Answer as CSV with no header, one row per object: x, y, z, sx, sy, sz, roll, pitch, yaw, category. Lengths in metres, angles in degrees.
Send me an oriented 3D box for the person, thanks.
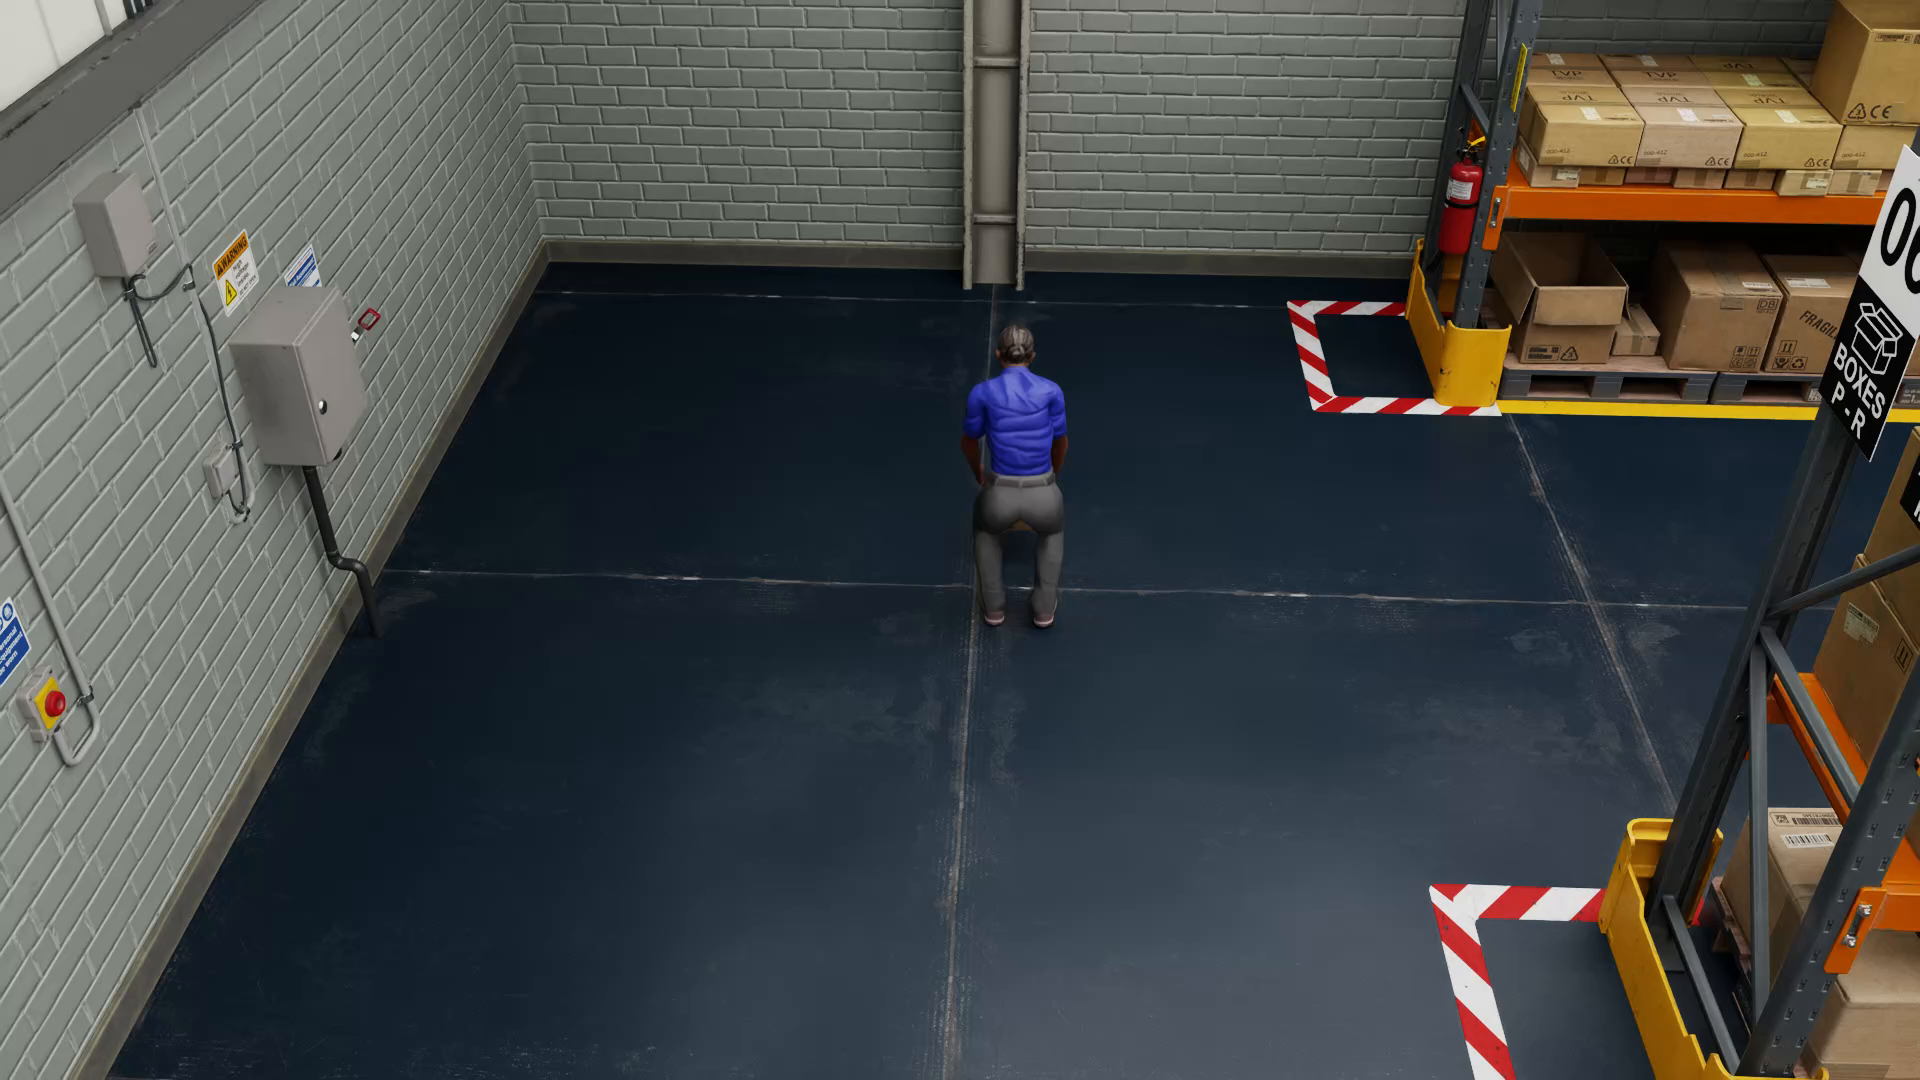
0.246,-0.255,7.687,0.494,1.417,0.597,2,36,2,person
